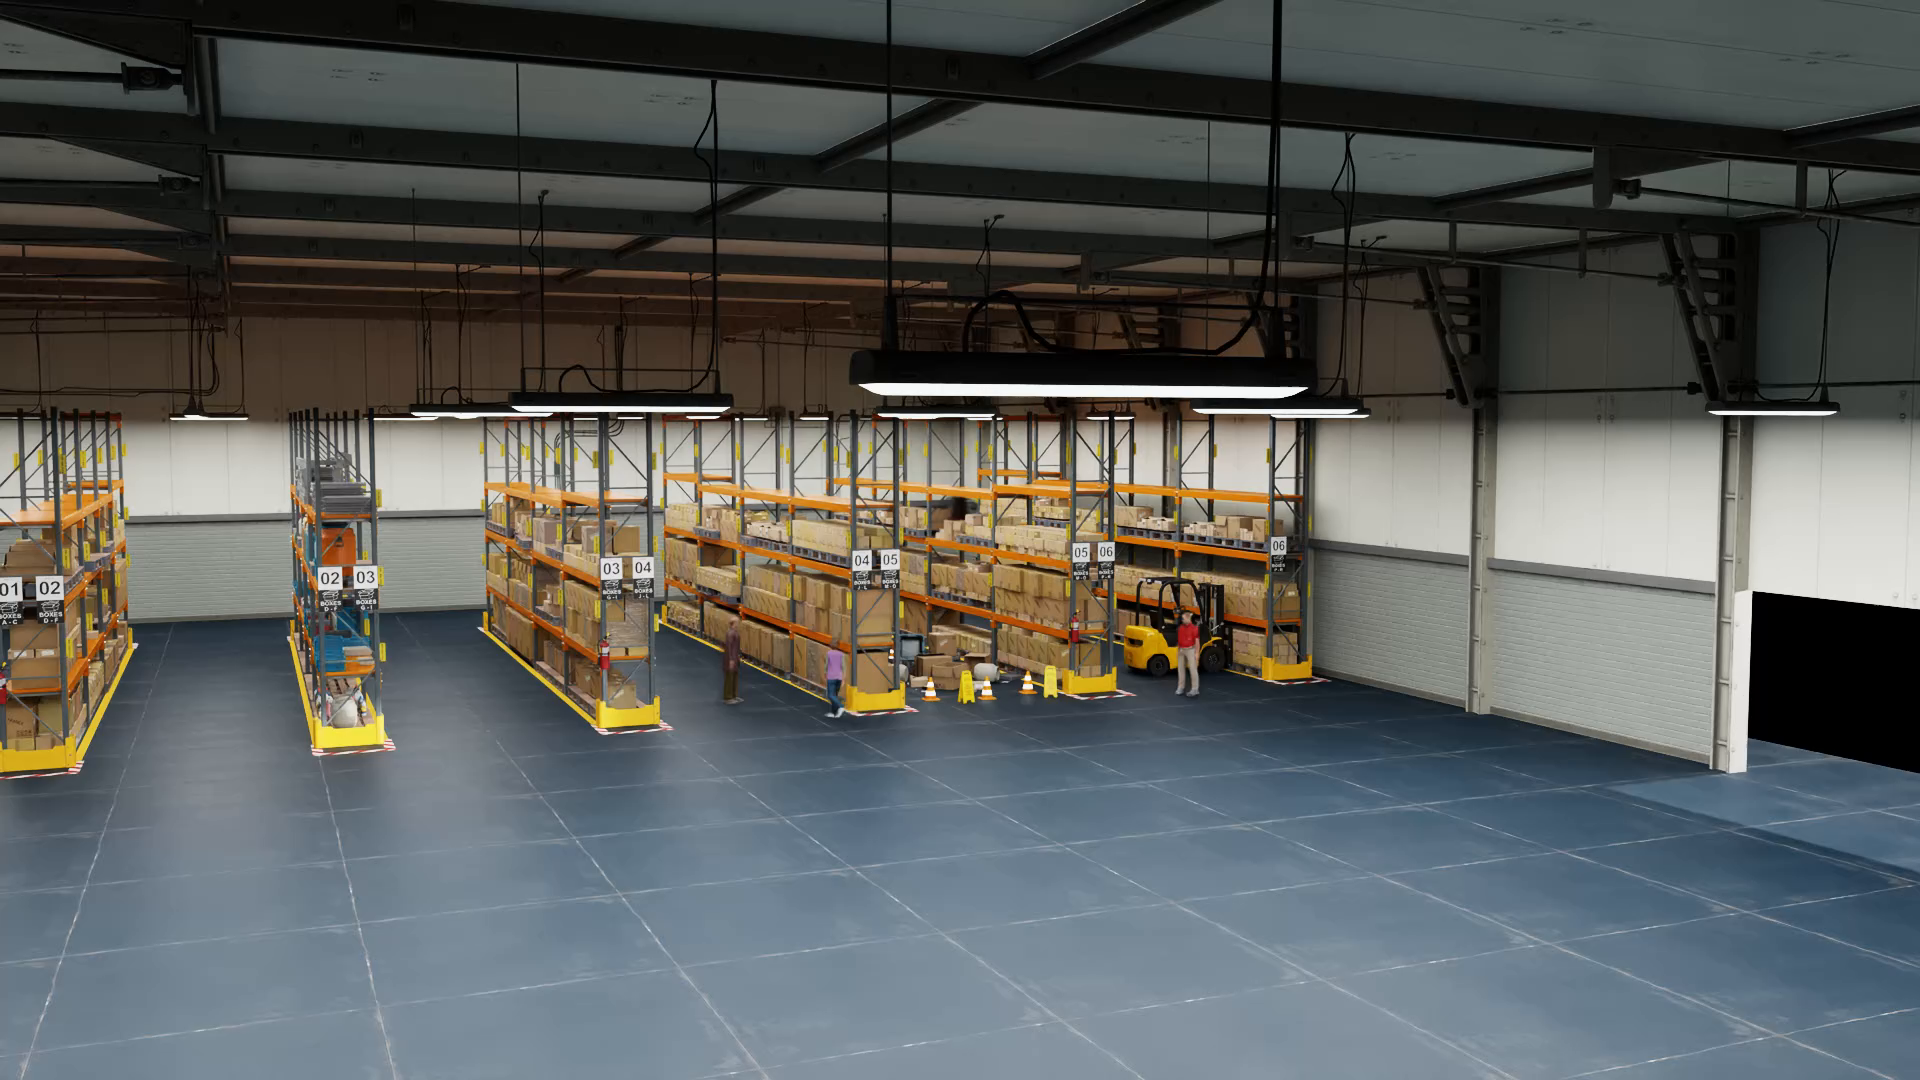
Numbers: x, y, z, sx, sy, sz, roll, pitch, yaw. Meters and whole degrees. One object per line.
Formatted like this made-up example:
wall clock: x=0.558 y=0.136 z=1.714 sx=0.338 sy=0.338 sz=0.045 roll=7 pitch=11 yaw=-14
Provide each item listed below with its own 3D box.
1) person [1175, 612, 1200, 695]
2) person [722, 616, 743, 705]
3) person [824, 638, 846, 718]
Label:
person: x=4.780 y=2.395 z=35.123 sx=0.422 sy=1.733 sz=0.569 roll=-4 pitch=6 yaw=-45
person: x=-4.650 y=2.509 z=34.037 sx=0.416 sy=1.686 sz=0.604 roll=0 pitch=4 yaw=2
person: x=-2.388 y=2.686 z=32.116 sx=0.375 sy=1.572 sz=0.842 roll=-2 pitch=5 yaw=-30
